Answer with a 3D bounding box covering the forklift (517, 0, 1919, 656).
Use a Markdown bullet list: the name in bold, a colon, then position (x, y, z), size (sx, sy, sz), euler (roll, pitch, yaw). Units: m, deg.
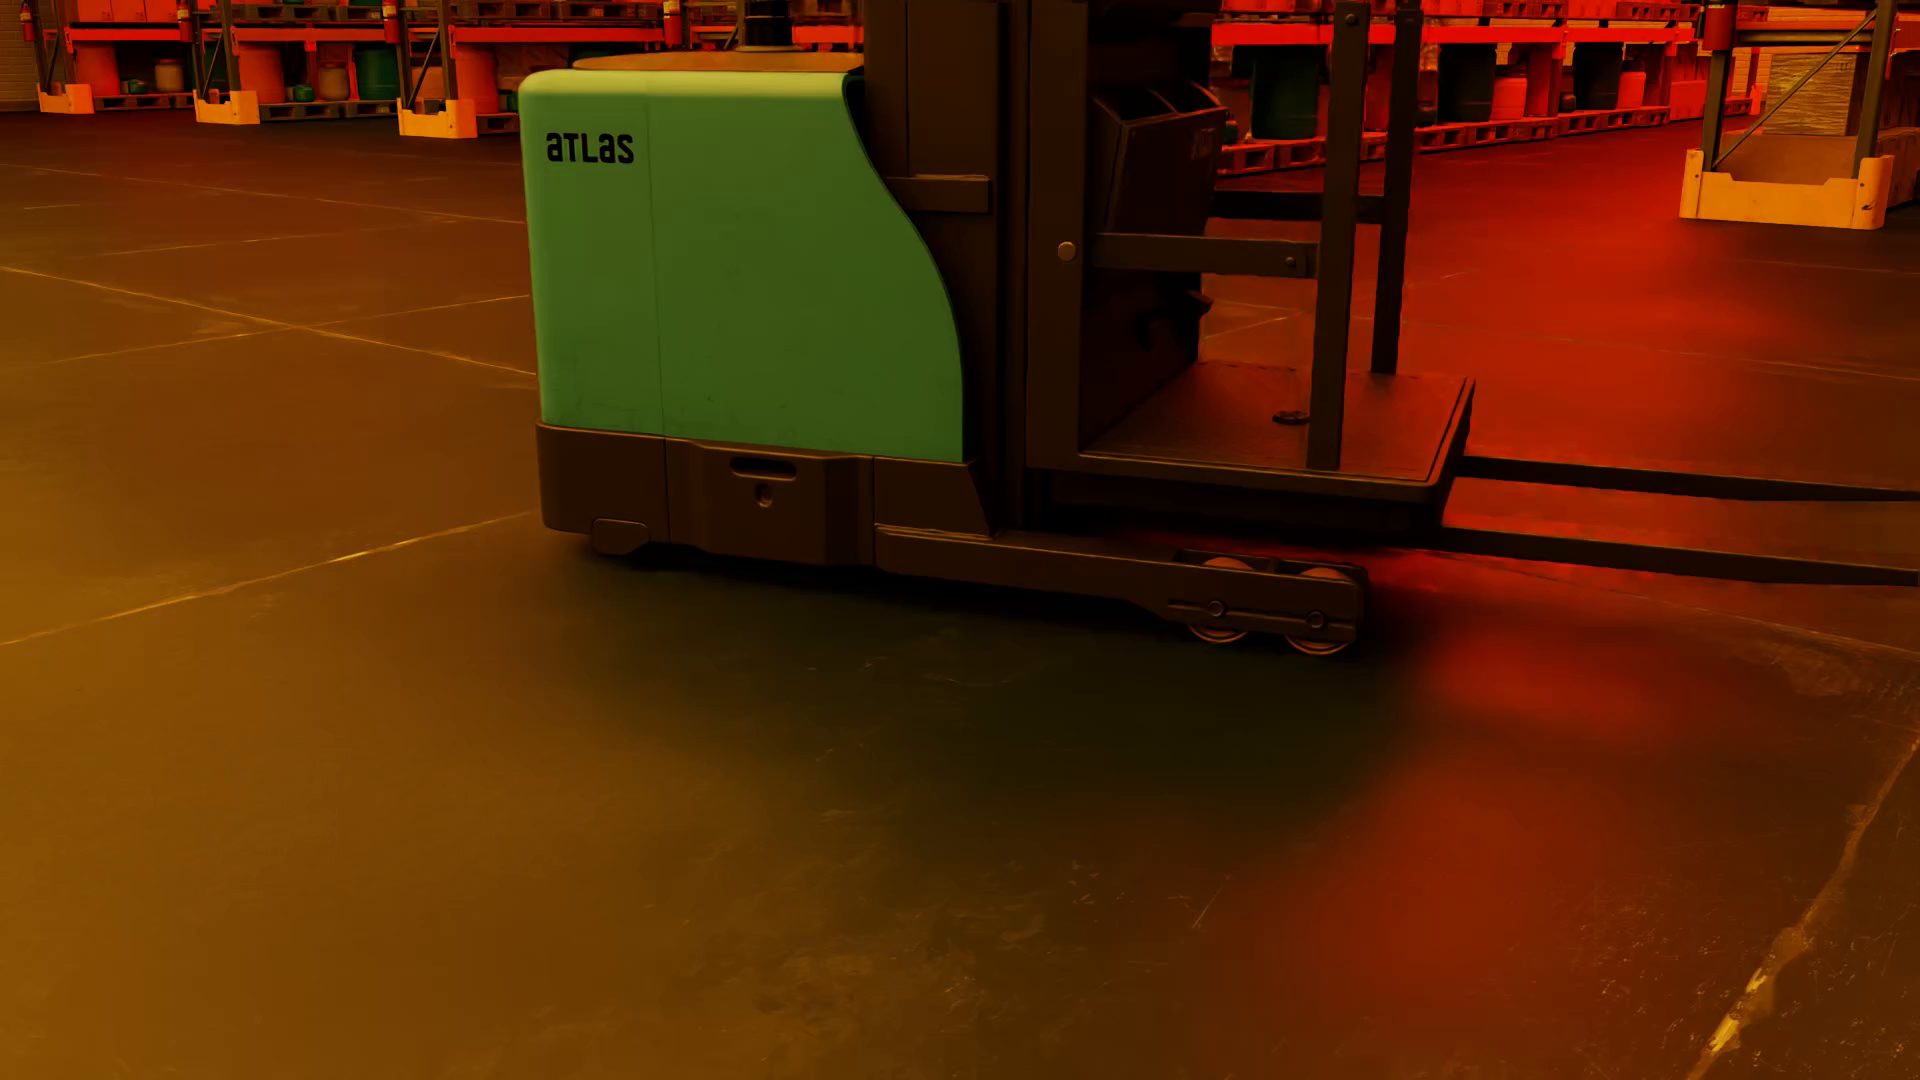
- **forklift**: position (0.608, -1.354, 3.356), size (3.031, 2.935, 1.130), euler (6, 18, 19)
